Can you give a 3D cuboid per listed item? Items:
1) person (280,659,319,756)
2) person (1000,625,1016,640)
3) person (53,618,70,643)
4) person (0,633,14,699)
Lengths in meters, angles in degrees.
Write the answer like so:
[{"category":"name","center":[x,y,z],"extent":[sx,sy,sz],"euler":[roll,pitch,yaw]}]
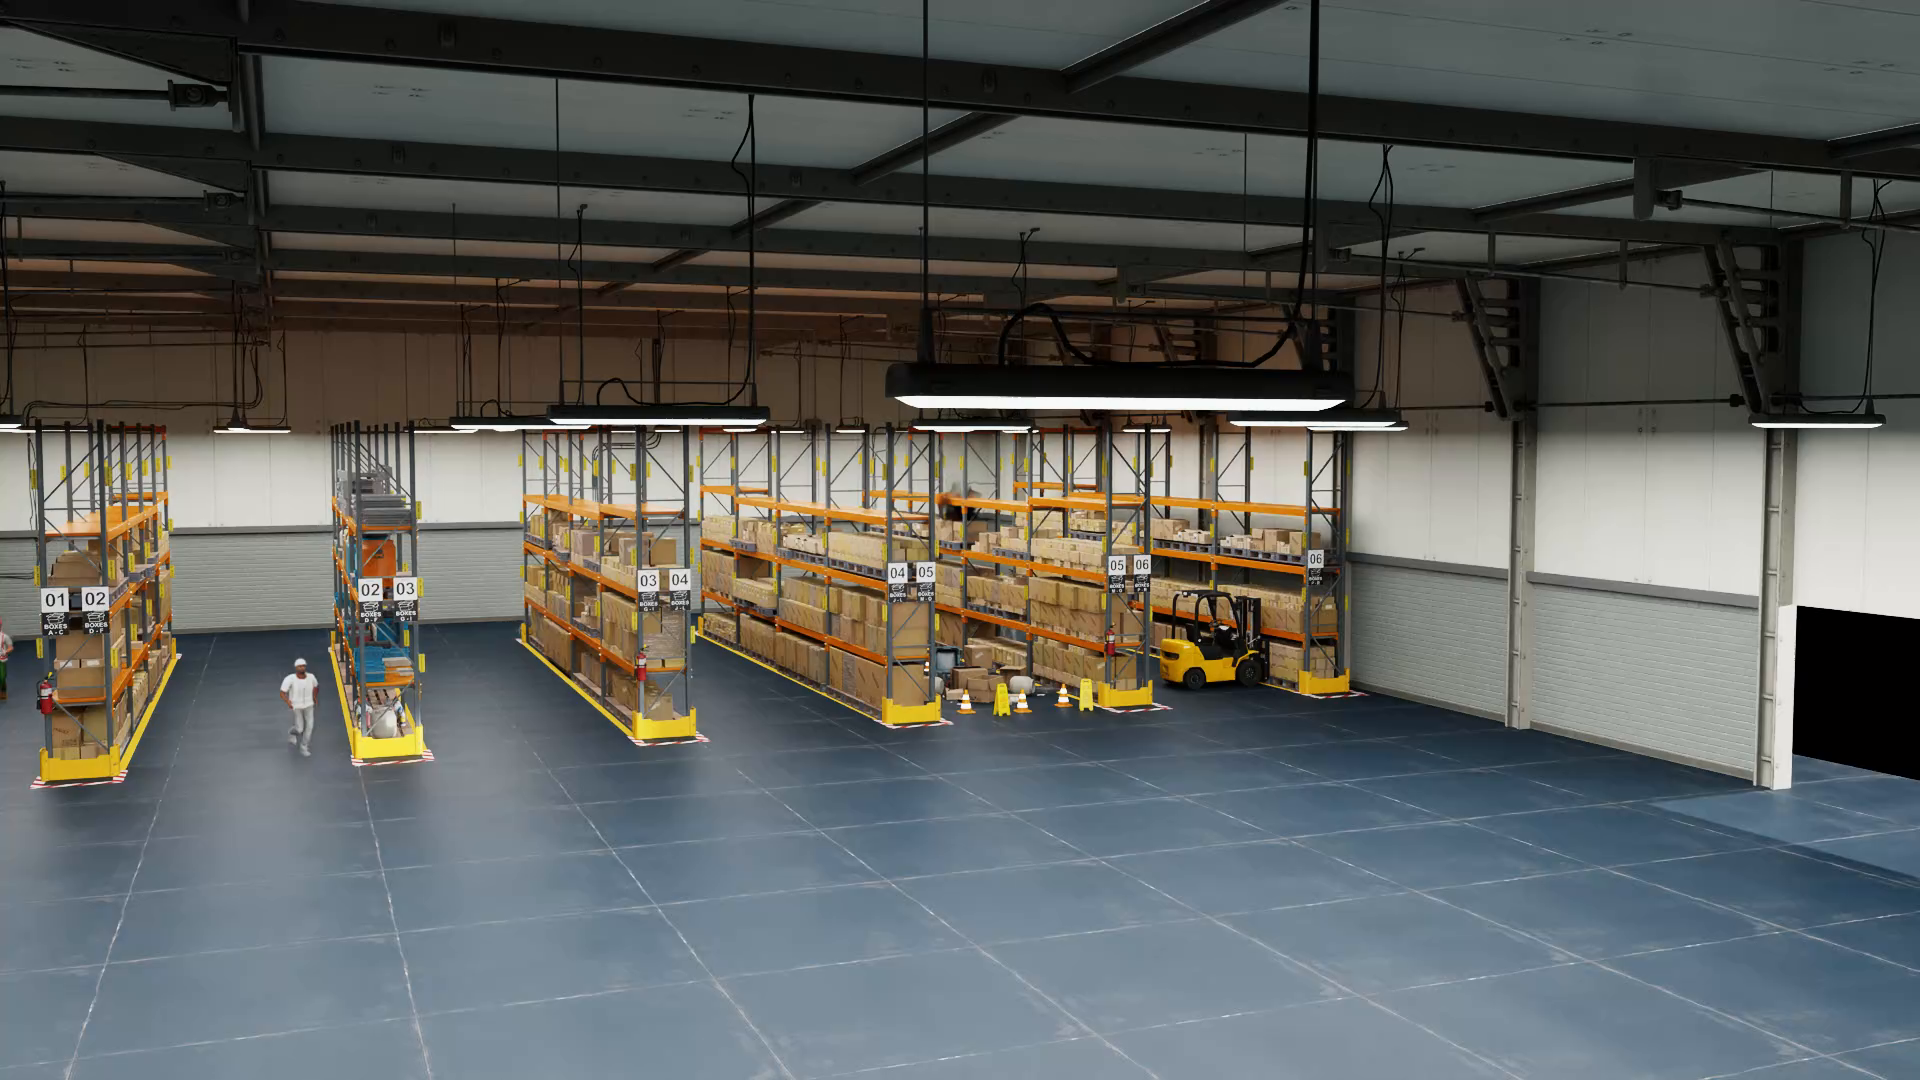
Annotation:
[{"category":"person","center":[-11.876,2.999,29.968],"extent":[0.708,1.738,0.712],"euler":[-3,5,-41]},{"category":"person","center":[1.285,2.022,44.965],"extent":[0.595,1.740,0.720],"euler":[-2,4,-27]},{"category":"person","center":[-20.612,2.458,38.505],"extent":[0.666,1.700,0.962],"euler":[-2,4,-29]},{"category":"person","center":[-20.562,2.611,35.476],"extent":[0.658,1.789,0.843],"euler":[-2,4,-25]}]
